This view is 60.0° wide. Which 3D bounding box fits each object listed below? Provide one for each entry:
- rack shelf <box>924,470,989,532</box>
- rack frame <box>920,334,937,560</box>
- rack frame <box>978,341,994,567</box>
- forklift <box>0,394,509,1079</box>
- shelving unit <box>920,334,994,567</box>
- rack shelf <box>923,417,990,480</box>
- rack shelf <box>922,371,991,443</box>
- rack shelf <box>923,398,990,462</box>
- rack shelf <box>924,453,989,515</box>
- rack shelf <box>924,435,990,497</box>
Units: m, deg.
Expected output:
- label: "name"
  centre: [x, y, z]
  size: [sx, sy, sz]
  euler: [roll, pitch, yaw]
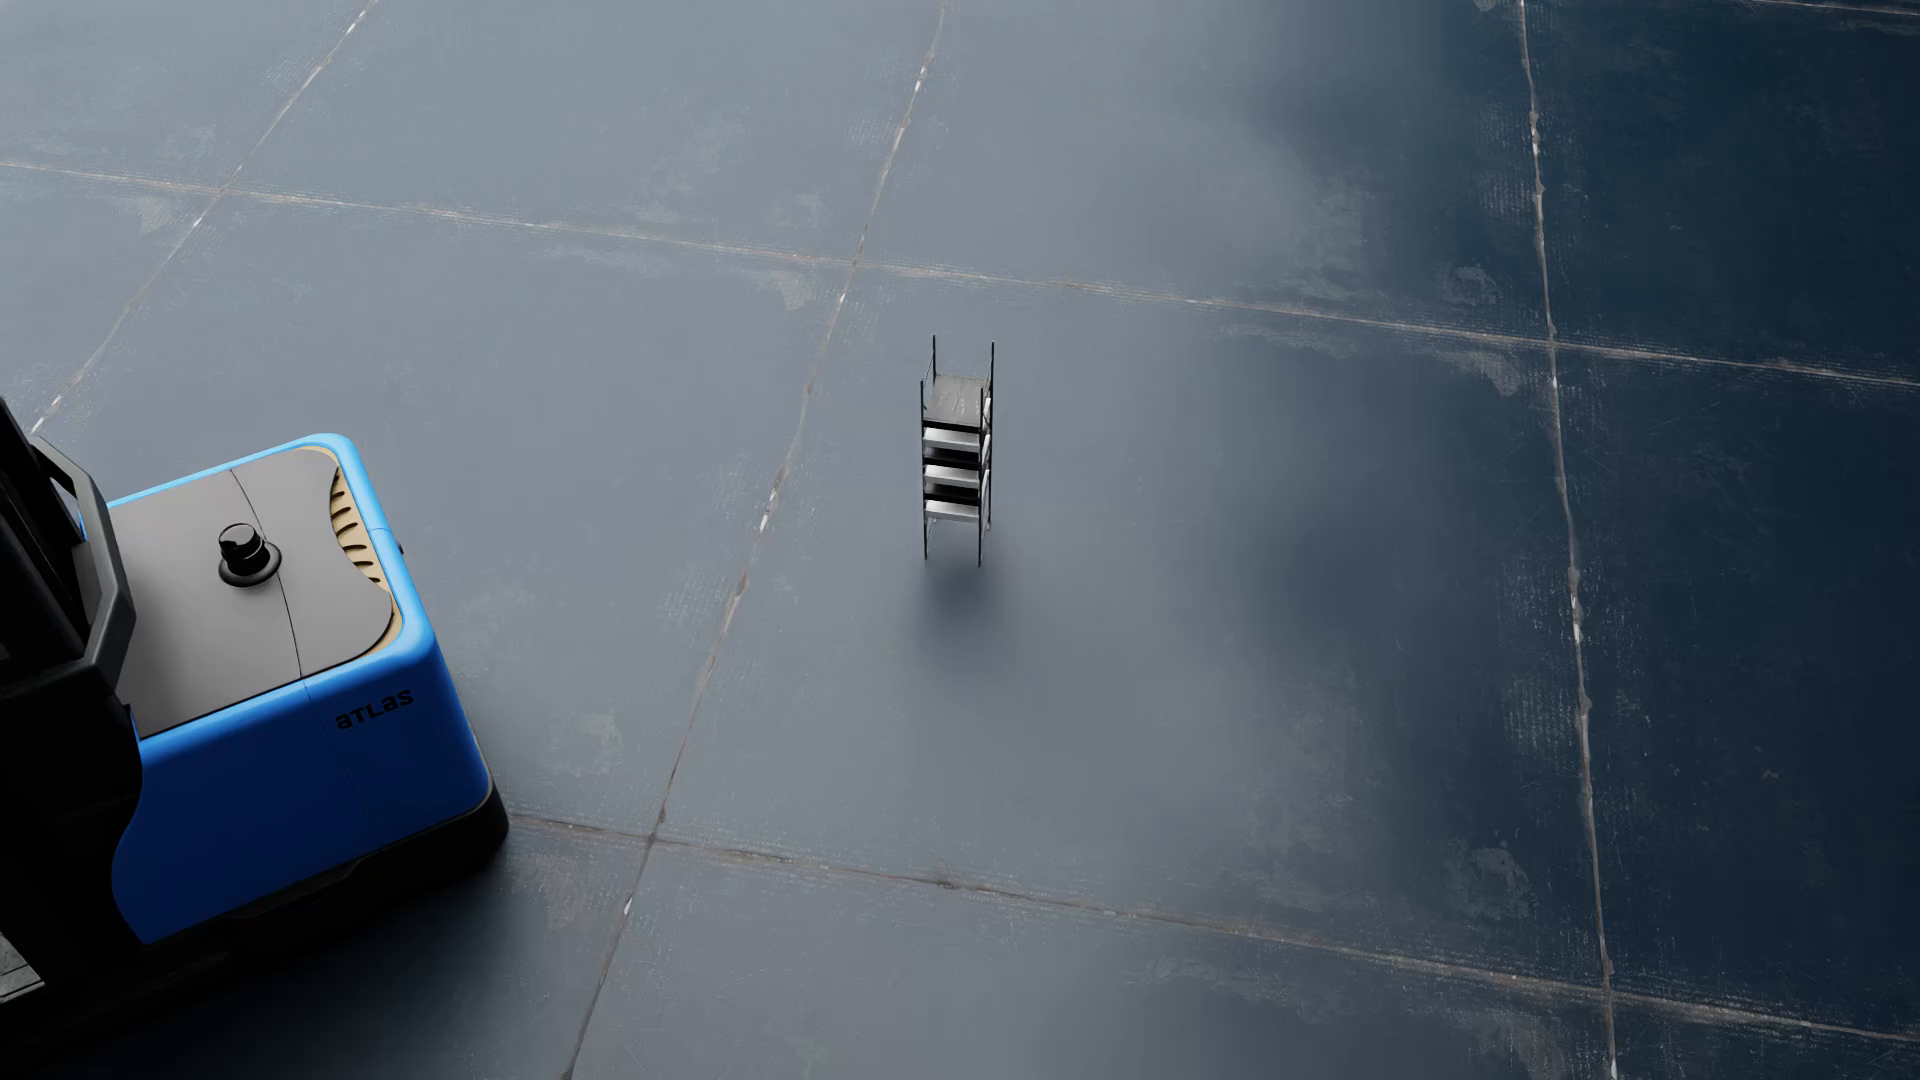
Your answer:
- label: "rack shelf"
  centre: [-0.008, -0.159, 6.075]
  size: [0.200, 0.077, 0.258]
  euler: [8, 49, 7]
- label: "rack frame"
  centre: [-0.108, -0.315, 5.928]
  size: [0.006, 0.900, 0.240]
  euler: [8, 49, 7]
- label: "rack frame"
  centre: [0.092, -0.288, 5.904]
  size: [0.006, 0.900, 0.240]
  euler: [8, 49, 7]
- label: "forklift"
  centre: [-2.989, 0.222, 4.080]
  size: [3.031, 2.935, 1.130]
  euler: [-22, 52, -19]
- label: "shelving unit"
  centre: [-0.008, -0.302, 5.916]
  size: [0.210, 0.900, 0.258]
  euler: [8, 49, 7]
- label: "rack shelf"
  centre: [-0.008, -0.340, 5.874]
  size: [0.200, 0.077, 0.258]
  euler: [8, 49, 7]
- label: "rack shelf"
  centre: [-0.008, -0.460, 5.740]
  size: [0.200, 0.077, 0.258]
  euler: [8, 49, 7]
- label: "rack shelf"
  centre: [-0.008, -0.400, 5.807]
  size: [0.200, 0.077, 0.258]
  euler: [8, 49, 7]
- label: "rack shelf"
  centre: [-0.008, -0.219, 6.008]
  size: [0.200, 0.077, 0.258]
  euler: [8, 49, 7]
- label: "rack shelf"
  centre: [-0.008, -0.280, 5.941]
  size: [0.200, 0.077, 0.258]
  euler: [8, 49, 7]
